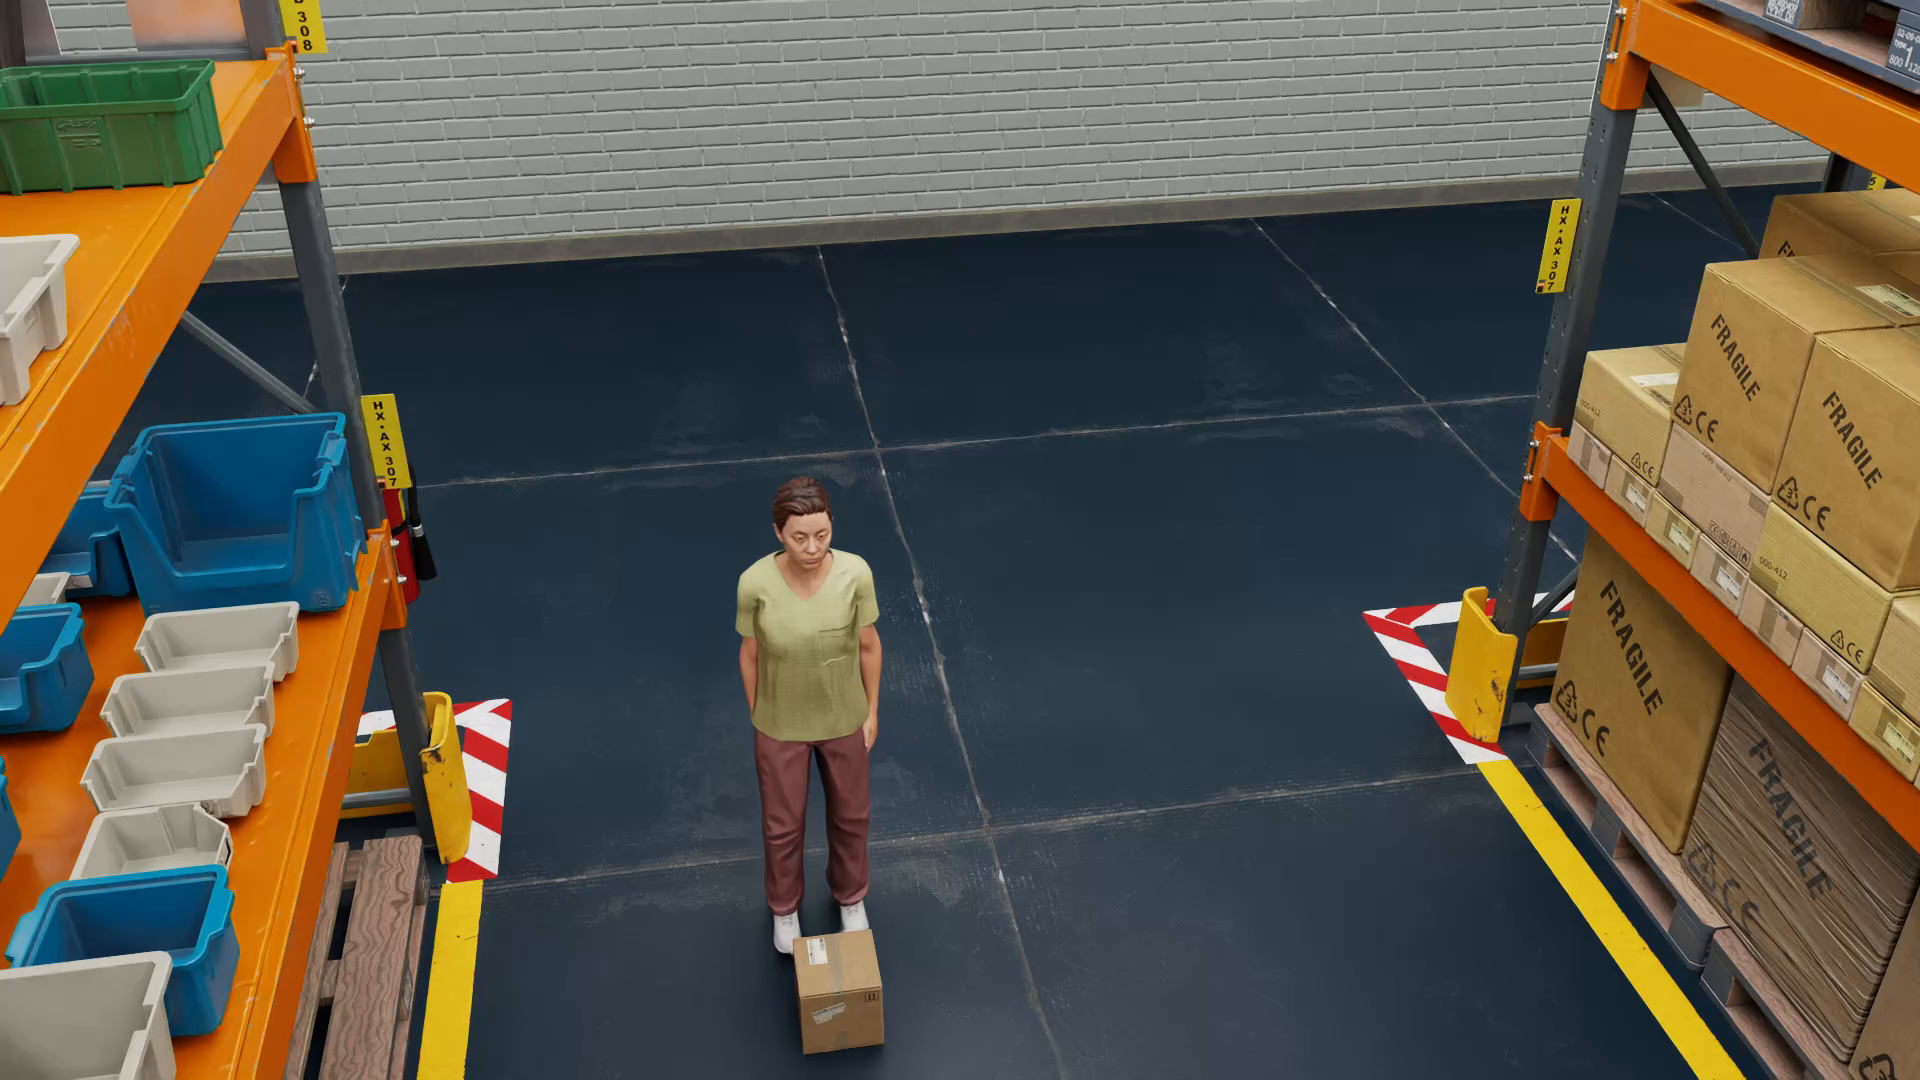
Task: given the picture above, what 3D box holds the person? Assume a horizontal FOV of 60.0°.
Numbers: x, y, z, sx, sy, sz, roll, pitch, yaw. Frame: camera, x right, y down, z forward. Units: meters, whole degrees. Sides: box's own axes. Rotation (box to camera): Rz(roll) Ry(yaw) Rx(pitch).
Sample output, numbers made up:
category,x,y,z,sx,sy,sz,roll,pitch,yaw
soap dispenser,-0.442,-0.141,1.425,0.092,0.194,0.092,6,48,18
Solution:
category,x,y,z,sx,sy,sz,roll,pitch,yaw
person,-0.457,0.559,5.203,0.440,1.669,0.369,-5,31,-8
